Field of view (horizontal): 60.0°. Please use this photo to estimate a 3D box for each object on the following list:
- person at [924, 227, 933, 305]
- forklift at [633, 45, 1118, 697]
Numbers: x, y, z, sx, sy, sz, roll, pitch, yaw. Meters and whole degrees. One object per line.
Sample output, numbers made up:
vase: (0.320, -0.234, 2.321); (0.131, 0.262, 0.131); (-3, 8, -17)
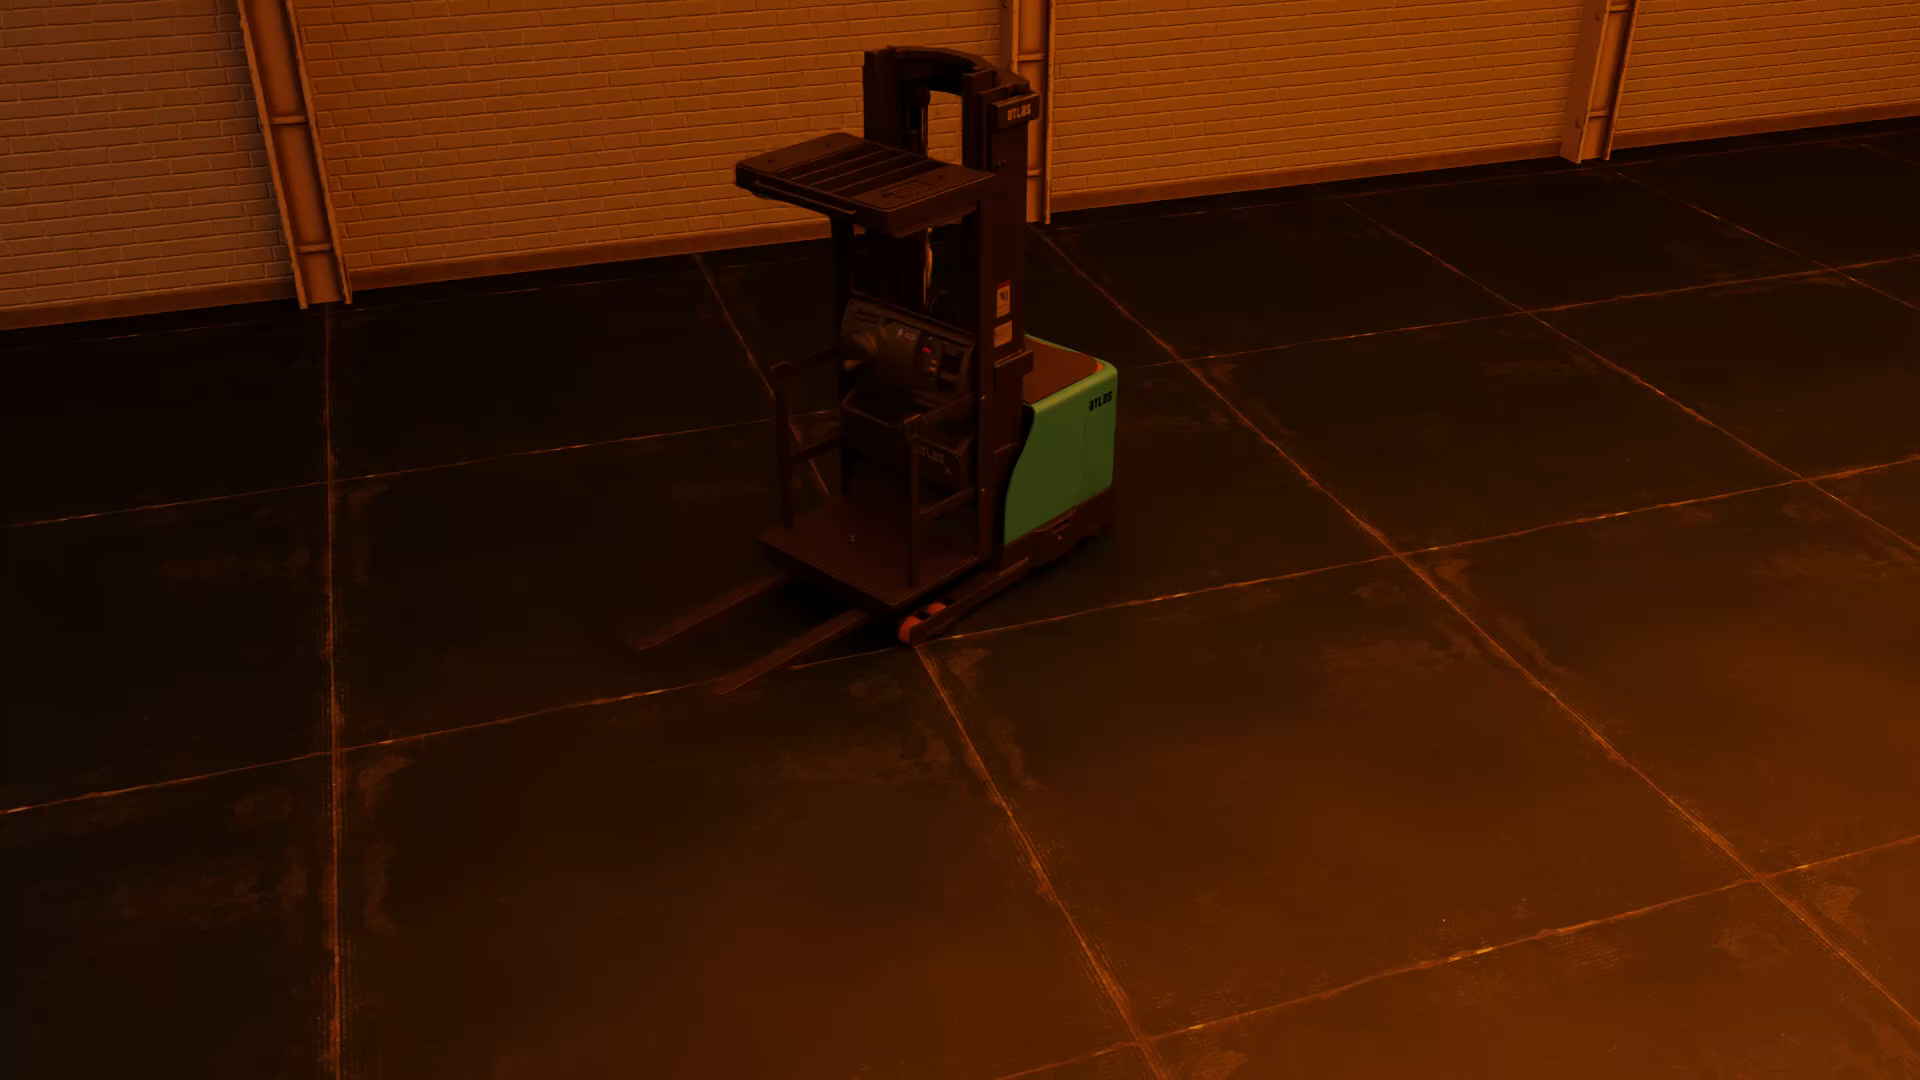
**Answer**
person: (-0.317, -1.547, 10.968); (0.438, 1.746, 0.814); (-3, 30, -6)
forklift: (-0.433, -0.973, 8.779); (1.130, 2.935, 3.031); (24, 38, 36)
